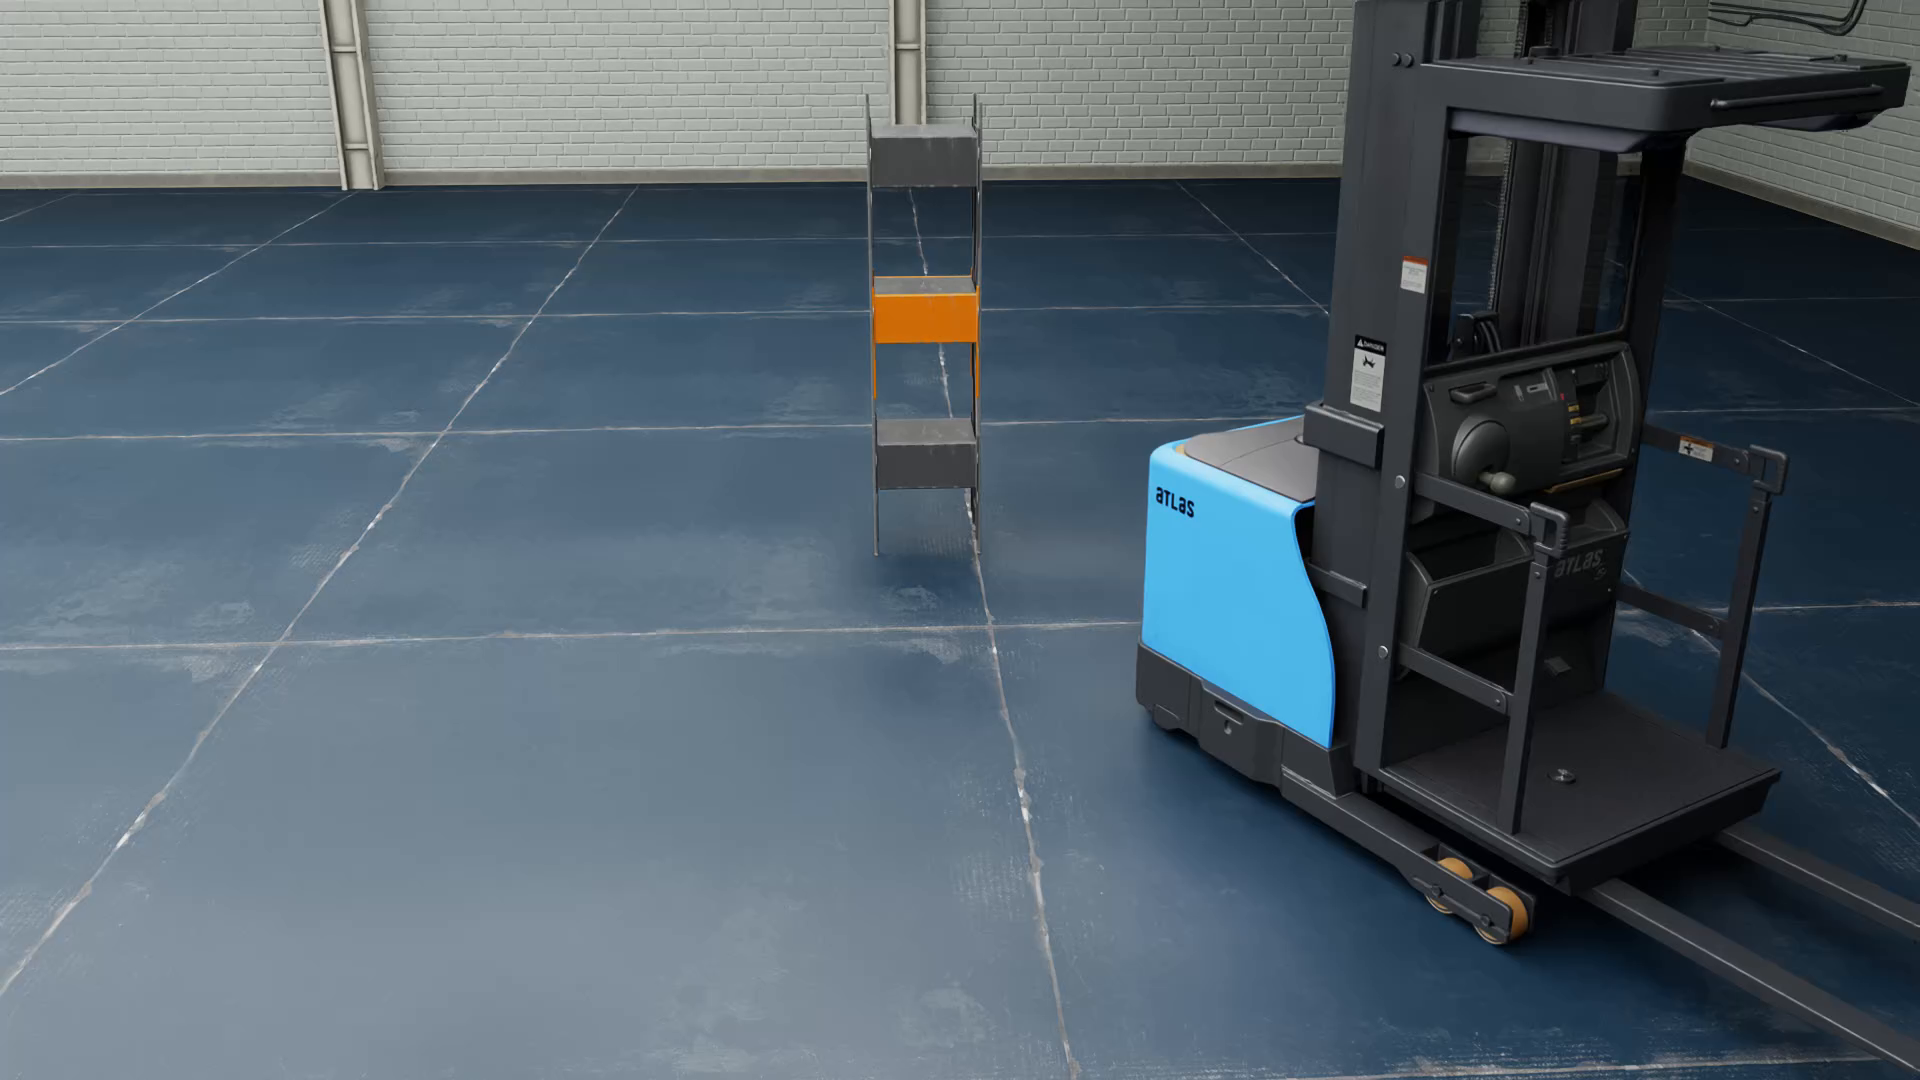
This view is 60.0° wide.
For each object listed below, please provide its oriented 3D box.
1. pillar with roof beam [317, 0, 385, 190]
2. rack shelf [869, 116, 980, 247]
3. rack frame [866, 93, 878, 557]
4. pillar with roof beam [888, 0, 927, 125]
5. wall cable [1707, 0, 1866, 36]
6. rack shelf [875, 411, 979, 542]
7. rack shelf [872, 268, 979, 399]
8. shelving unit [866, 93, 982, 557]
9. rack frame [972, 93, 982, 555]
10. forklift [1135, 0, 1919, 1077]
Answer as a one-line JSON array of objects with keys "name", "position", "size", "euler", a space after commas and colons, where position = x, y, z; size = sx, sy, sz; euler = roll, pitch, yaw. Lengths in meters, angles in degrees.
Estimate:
[{"name": "pillar with roof beam", "position": [-6.318, -6.559, 12.702], "size": [0.400, 9.000, 9.100], "euler": [-1, 21, -3]}, {"name": "rack shelf", "position": [-0.165, -1.619, 7.494], "size": [0.480, 0.518, 0.431], "euler": [-1, 21, -3]}, {"name": "rack frame", "position": [-0.409, -0.973, 7.726], "size": [0.015, 2.100, 0.400], "euler": [-1, 21, -3]}, {"name": "pillar with roof beam", "position": [-0.328, -6.681, 13.023], "size": [0.400, 9.000, 9.100], "euler": [-1, 21, -3]}, {"name": "wall cable", "position": [8.433, -6.471, 16.835], "size": [0.112, 2.526, 3.097], "euler": [-1, 21, -3]}, {"name": "rack shelf", "position": [-0.165, -0.311, 7.992], "size": [0.480, 0.518, 0.431], "euler": [-1, 21, -3]}, {"name": "rack shelf", "position": [-0.165, -0.965, 7.743], "size": [0.480, 0.518, 0.431], "euler": [-1, 21, -3]}, {"name": "shelving unit", "position": [-0.165, -0.978, 7.739], "size": [0.503, 2.100, 0.431], "euler": [-1, 21, -3]}, {"name": "rack frame", "position": [0.078, -0.983, 7.752], "size": [0.015, 2.100, 0.400], "euler": [-1, 21, -3]}, {"name": "forklift", "position": [1.880, -0.356, 4.937], "size": [1.130, 2.935, 3.031], "euler": [-13, 24, -30]}]
